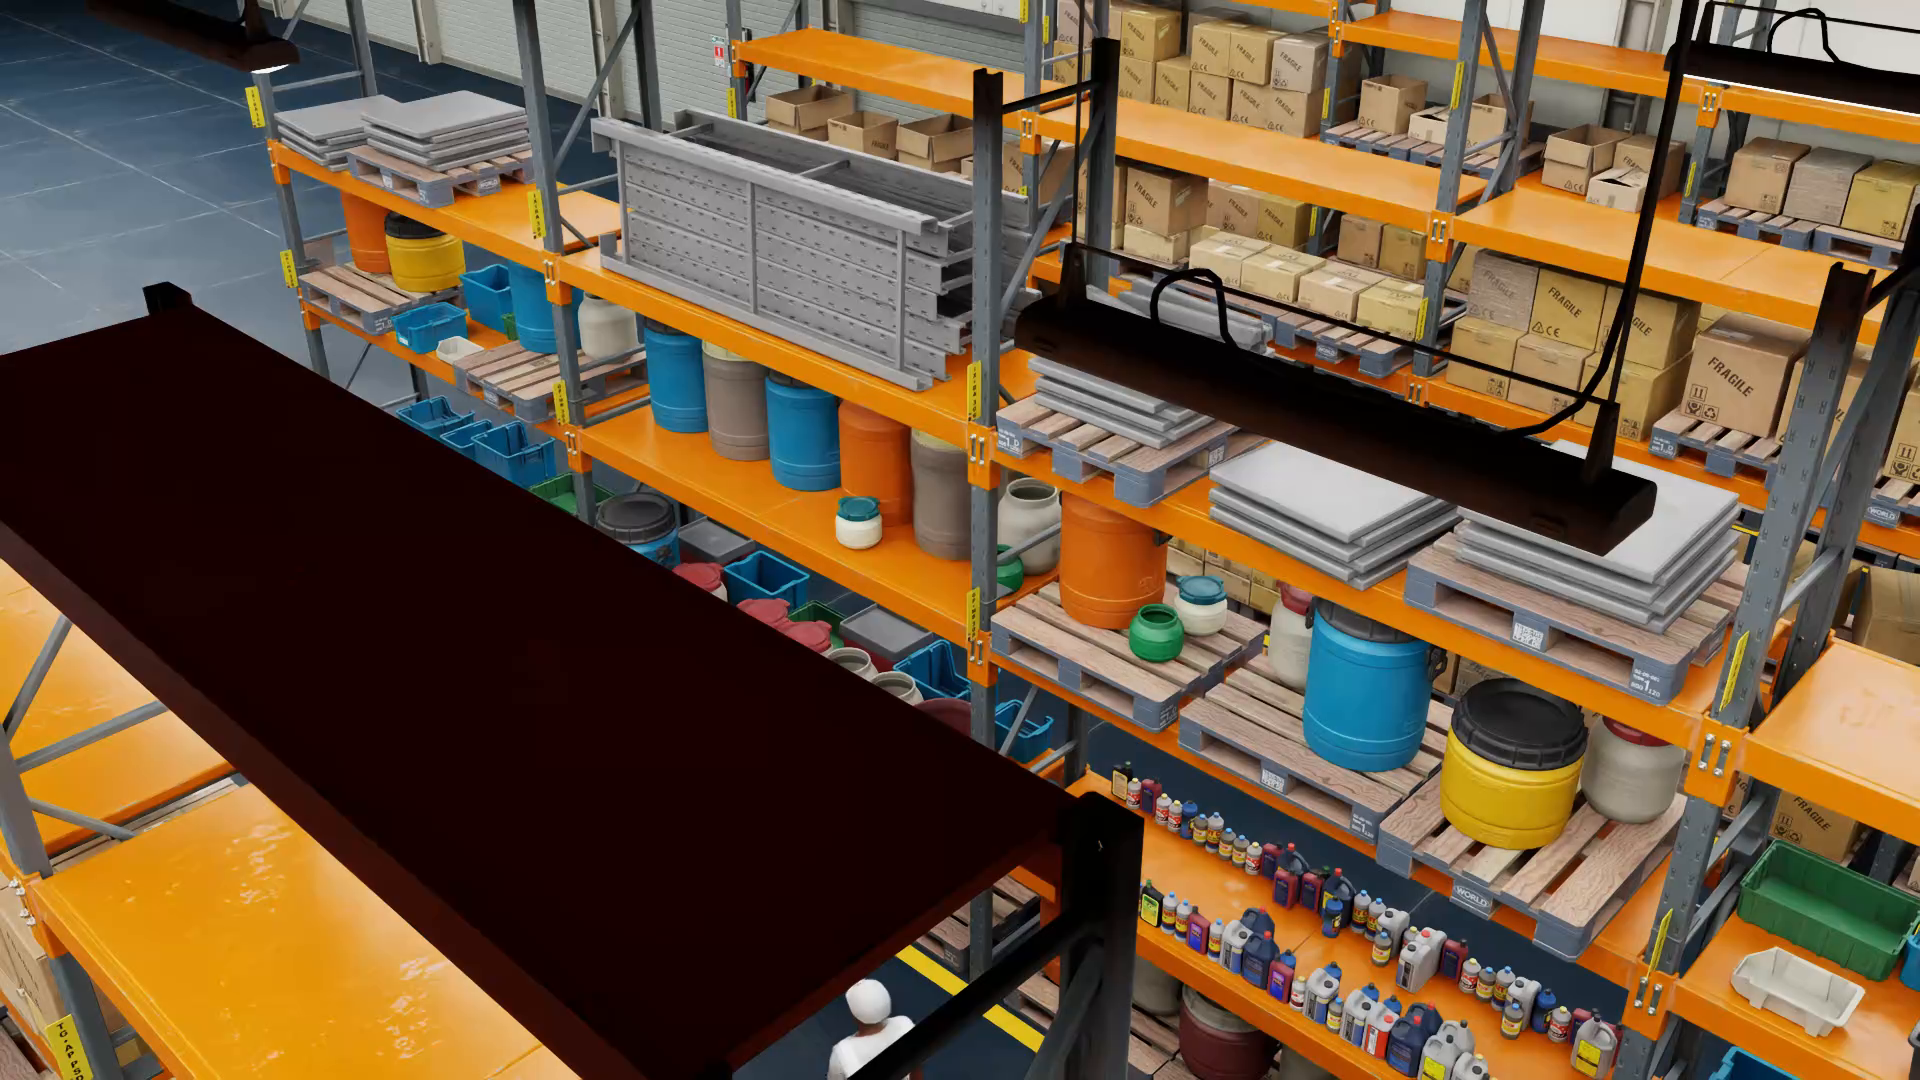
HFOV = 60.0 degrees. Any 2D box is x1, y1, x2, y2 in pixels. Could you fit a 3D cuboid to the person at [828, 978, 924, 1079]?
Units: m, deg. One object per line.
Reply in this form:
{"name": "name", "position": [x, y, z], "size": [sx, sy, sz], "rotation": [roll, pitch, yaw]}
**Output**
{"name": "person", "position": [-0.399, 3.043, 8.702], "size": [1.001, 1.742, 0.544], "rotation": [22, 36, 34]}
